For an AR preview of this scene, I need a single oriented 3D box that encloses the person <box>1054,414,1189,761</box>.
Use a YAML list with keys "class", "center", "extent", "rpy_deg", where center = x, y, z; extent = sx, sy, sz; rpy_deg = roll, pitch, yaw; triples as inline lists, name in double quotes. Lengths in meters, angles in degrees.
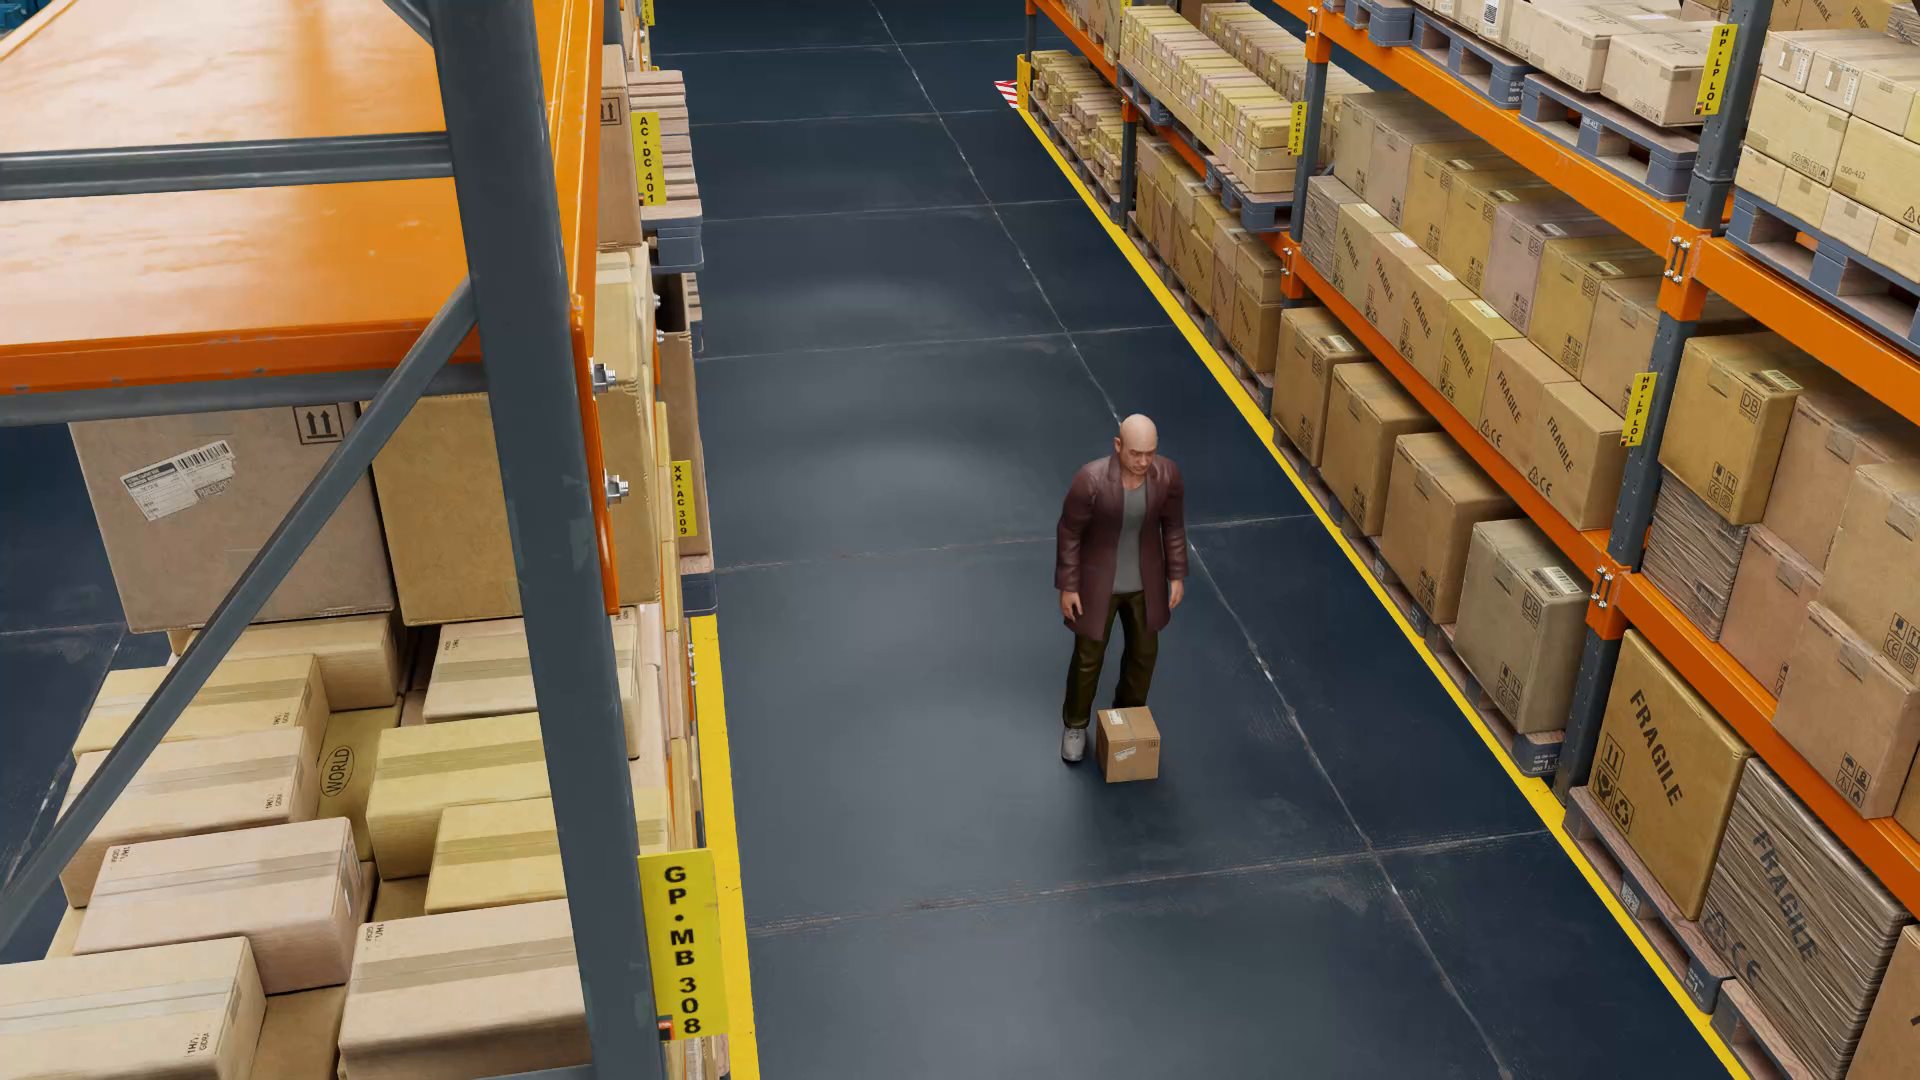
- class: "person"
  center: [0.758, 0.200, 7.814]
  extent: [0.654, 1.774, 0.415]
  rpy_deg: [-6, 31, -10]
